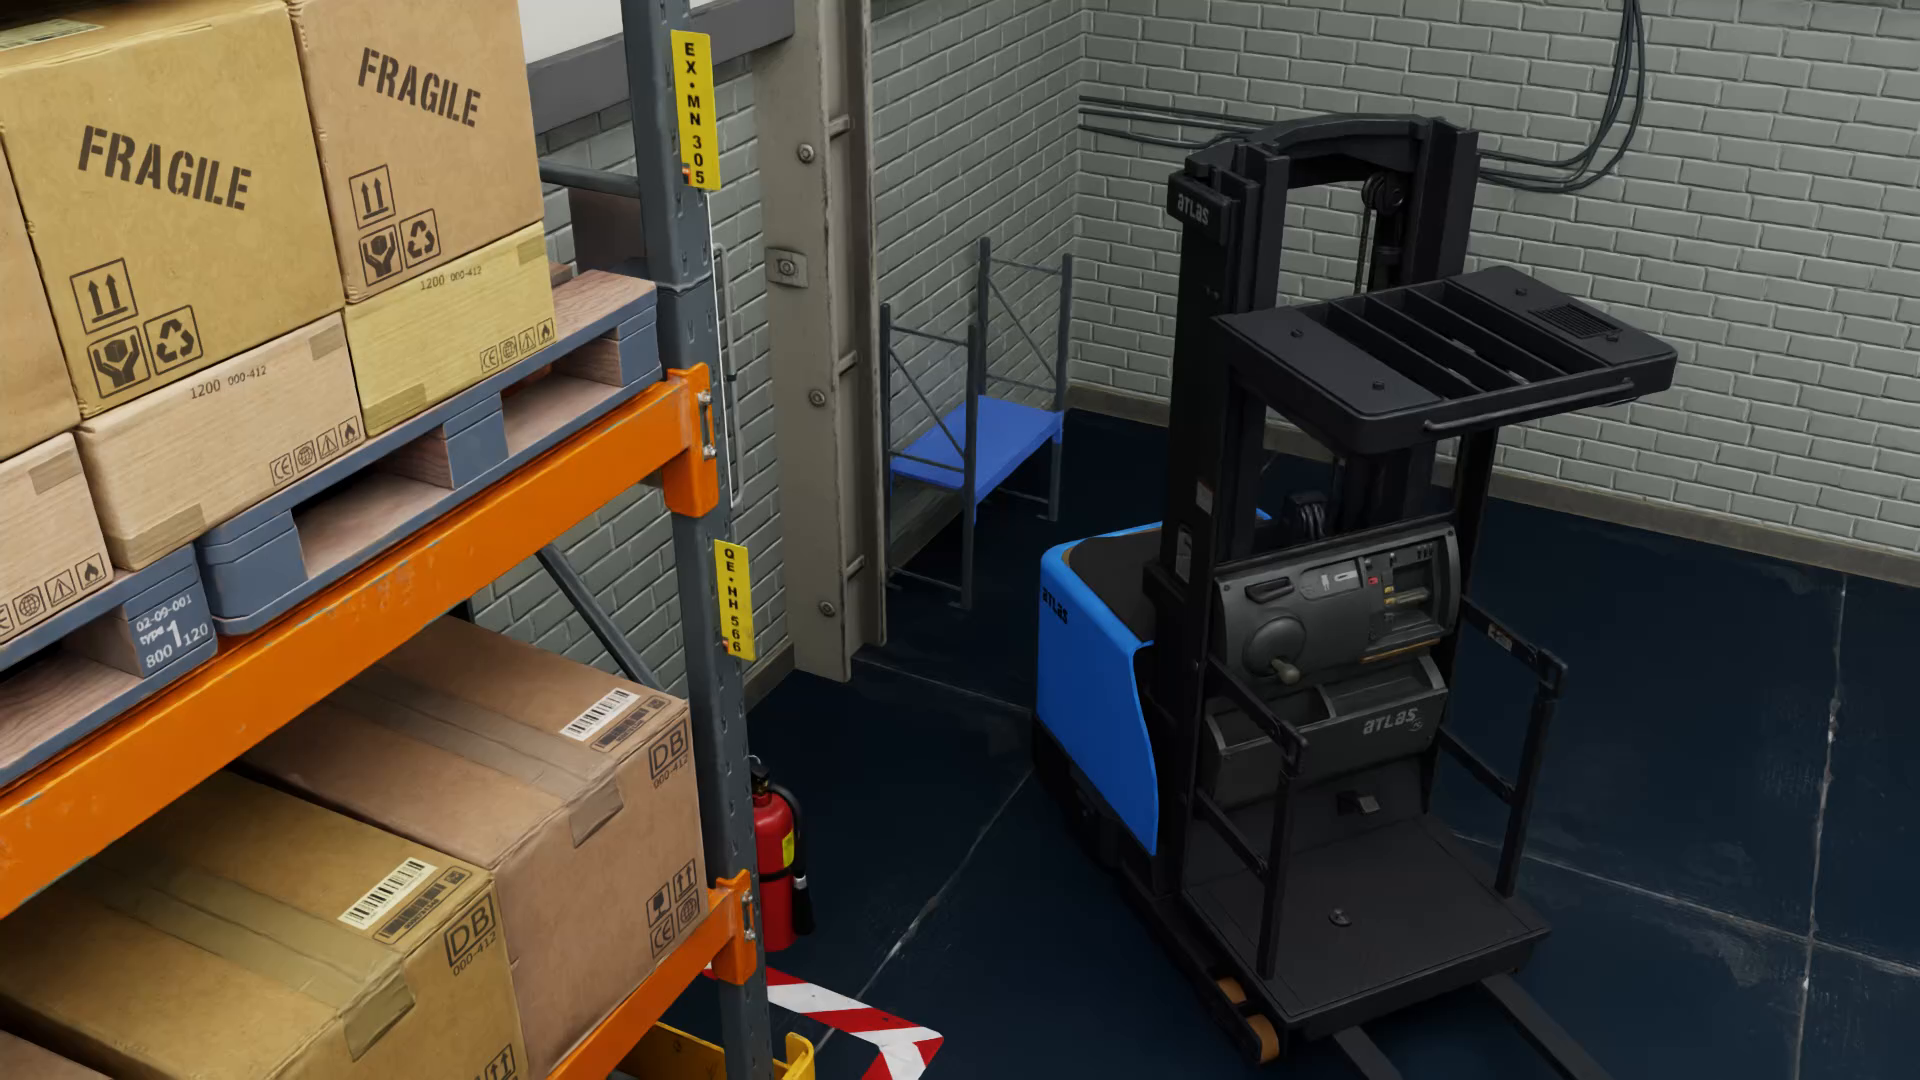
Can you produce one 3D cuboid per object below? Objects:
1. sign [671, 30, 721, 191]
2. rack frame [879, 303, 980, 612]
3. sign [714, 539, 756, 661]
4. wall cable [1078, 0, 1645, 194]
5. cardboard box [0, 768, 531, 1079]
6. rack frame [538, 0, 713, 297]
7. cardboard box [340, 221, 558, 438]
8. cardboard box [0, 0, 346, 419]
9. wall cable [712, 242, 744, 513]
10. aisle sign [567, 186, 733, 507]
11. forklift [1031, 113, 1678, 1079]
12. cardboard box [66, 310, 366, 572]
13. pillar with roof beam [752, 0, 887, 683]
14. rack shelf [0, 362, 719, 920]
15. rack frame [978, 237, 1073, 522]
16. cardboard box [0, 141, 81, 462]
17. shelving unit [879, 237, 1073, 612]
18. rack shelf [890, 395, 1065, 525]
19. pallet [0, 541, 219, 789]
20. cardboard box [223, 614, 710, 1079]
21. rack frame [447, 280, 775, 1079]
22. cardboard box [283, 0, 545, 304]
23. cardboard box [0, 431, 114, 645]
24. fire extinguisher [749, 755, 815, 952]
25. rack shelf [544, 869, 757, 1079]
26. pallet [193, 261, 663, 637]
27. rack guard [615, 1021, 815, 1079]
[{"bbox_3d":[-0.554,-0.896,3.476,0.100,0.325,0.005,14,33,23],"label":"sign"},{"bbox_3d":[-0.156,-0.367,7.859,0.500,1.500,0.032,16,33,23],"label":"rack frame"},{"bbox_3d":[-0.554,0.150,4.077,0.100,0.325,0.005,14,33,23],"label":"sign"},{"bbox_3d":[1.864,-3.056,8.154,3.097,2.526,0.112,14,33,23],"label":"wall cable"},{"bbox_3d":[-1.576,1.048,3.611,0.980,0.700,0.700,14,33,23],"label":"cardboard box"},{"bbox_3d":[-1.031,-1.976,3.155,1.000,3.000,0.127,14,33,23],"label":"rack frame"},{"bbox_3d":[-1.128,-0.451,3.140,0.500,0.250,0.500,15,33,25],"label":"cardboard box"},{"bbox_3d":[-1.359,-0.556,2.569,0.500,0.500,0.500,15,33,25],"label":"cardboard box"},{"bbox_3d":[-1.290,-0.598,5.759,0.084,1.984,1.851,14,33,23],"label":"wall cable"},{"bbox_3d":[-0.731,-0.466,3.939,0.394,0.787,0.004,14,33,23],"label":"aisle sign"},{"bbox_3d":[1.355,0.264,5.347,1.130,2.935,3.031,-12,32,-20],"label":"forklift"},{"bbox_3d":[-1.364,-0.220,2.738,0.500,0.250,0.500,13,32,21],"label":"cardboard box"},{"bbox_3d":[3.261,-2.393,3.881,9.100,9.000,0.400,14,33,23],"label":"pillar with roof beam"},{"bbox_3d":[-1.942,0.523,2.538,1.077,0.370,4.000,14,33,23],"label":"rack shelf"},{"bbox_3d":[0.312,-0.811,8.644,0.500,1.500,0.032,16,33,23],"label":"rack frame"},{"bbox_3d":[-1.589,-0.322,2.163,0.500,0.500,0.500,13,32,21],"label":"cardboard box"},{"bbox_3d":[0.078,-0.589,8.252,0.538,1.500,1.048,16,33,23],"label":"shelving unit"},{"bbox_3d":[0.074,-0.433,8.342,0.538,0.185,1.000,16,33,23],"label":"rack shelf"},{"bbox_3d":[-1.914,0.237,2.402,1.003,0.211,1.213,14,33,23],"label":"pallet"},{"bbox_3d":[-1.254,0.723,4.177,0.980,0.700,0.700,16,33,25],"label":"cardboard box"},{"bbox_3d":[-1.031,0.625,4.649,1.000,3.000,0.127,14,33,23],"label":"rack frame"},{"bbox_3d":[-1.121,-0.775,2.951,0.500,0.500,0.500,14,33,23],"label":"cardboard box"},{"bbox_3d":[-1.597,0.012,2.334,0.500,0.250,0.500,13,32,22],"label":"cardboard box"},{"bbox_3d":[-0.551,0.858,4.696,0.296,0.674,0.183,14,33,23],"label":"fire extinguisher"},{"bbox_3d":[-1.942,1.824,3.285,1.077,0.370,4.000,14,33,23],"label":"rack shelf"},{"bbox_3d":[-1.360,-0.306,3.348,1.003,0.211,1.213,14,33,23],"label":"pallet"},{"bbox_3d":[-1.020,1.698,5.290,1.175,0.500,0.348,14,33,23],"label":"rack guard"}]
